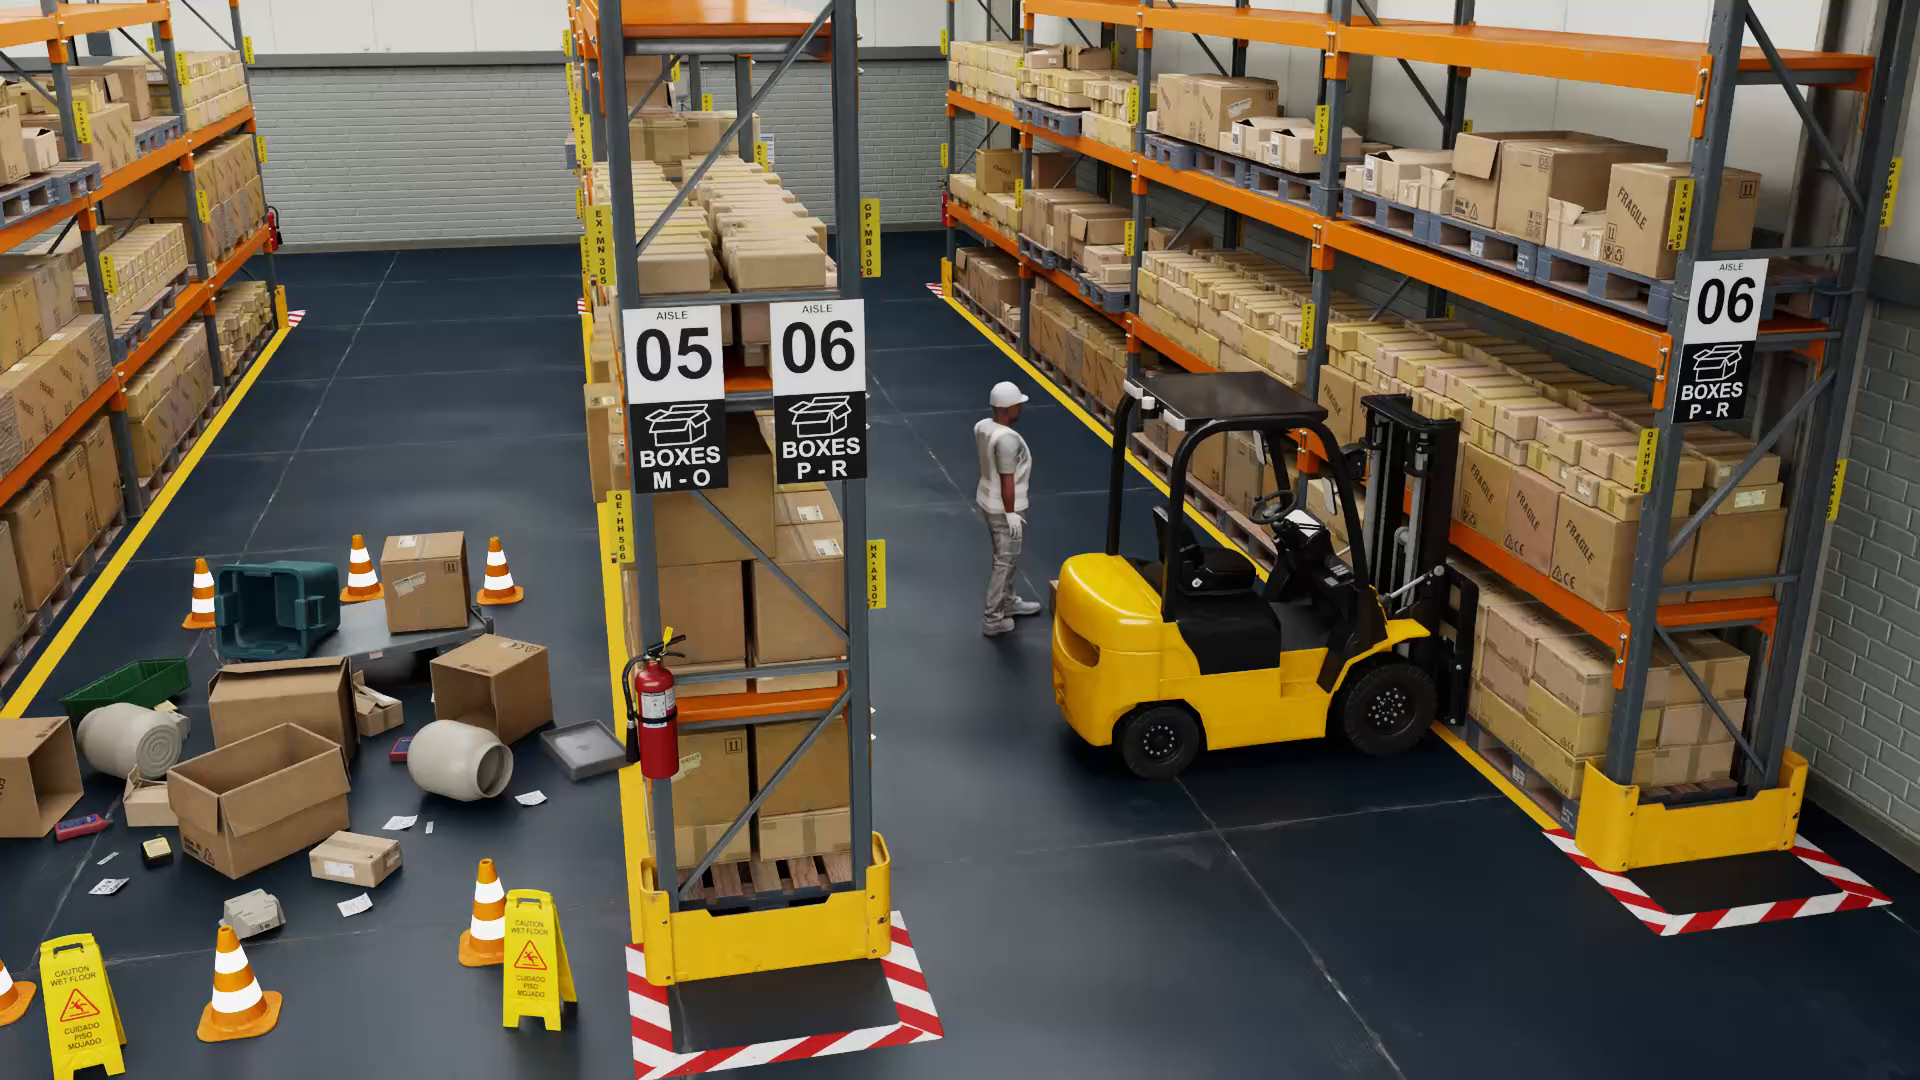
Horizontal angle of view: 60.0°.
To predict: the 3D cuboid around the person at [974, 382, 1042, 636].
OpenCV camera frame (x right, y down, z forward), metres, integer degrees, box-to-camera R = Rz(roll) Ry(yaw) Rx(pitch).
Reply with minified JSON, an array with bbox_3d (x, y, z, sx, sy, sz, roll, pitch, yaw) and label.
[{"bbox_3d":[0.363,-0.249,11.736,0.555,1.789,0.581,-6,20,-18],"label":"person"}]
